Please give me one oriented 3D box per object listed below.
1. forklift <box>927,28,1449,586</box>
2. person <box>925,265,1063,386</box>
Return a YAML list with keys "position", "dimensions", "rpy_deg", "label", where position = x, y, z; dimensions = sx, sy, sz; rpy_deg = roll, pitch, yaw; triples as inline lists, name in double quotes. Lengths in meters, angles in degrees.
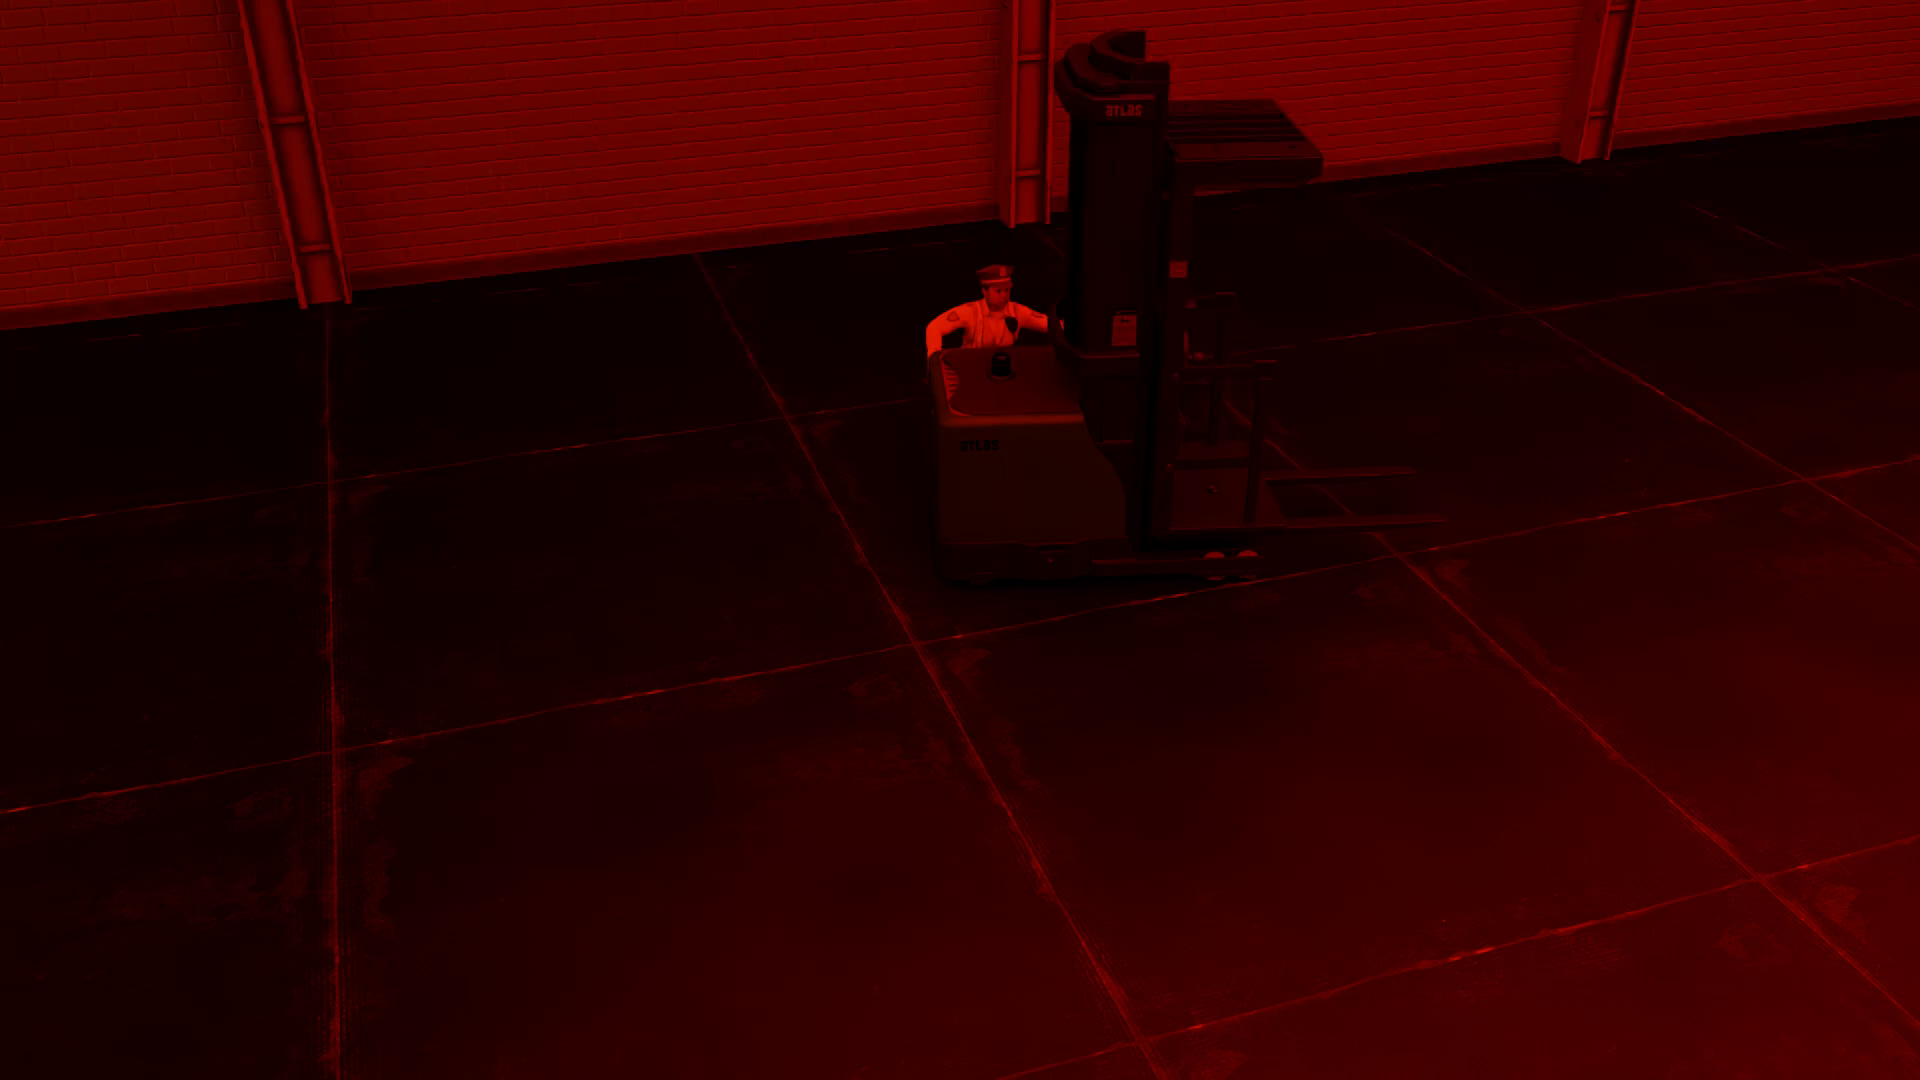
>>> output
- position: [1.344, -1.296, 9.340]
  dimensions: [3.031, 2.935, 1.130]
  rpy_deg: [-2, 30, -4]
  label: "forklift"
- position: [0.267, -0.916, 10.151]
  dimensions: [0.967, 1.451, 0.795]
  rpy_deg: [-17, 34, -26]
  label: "person"
